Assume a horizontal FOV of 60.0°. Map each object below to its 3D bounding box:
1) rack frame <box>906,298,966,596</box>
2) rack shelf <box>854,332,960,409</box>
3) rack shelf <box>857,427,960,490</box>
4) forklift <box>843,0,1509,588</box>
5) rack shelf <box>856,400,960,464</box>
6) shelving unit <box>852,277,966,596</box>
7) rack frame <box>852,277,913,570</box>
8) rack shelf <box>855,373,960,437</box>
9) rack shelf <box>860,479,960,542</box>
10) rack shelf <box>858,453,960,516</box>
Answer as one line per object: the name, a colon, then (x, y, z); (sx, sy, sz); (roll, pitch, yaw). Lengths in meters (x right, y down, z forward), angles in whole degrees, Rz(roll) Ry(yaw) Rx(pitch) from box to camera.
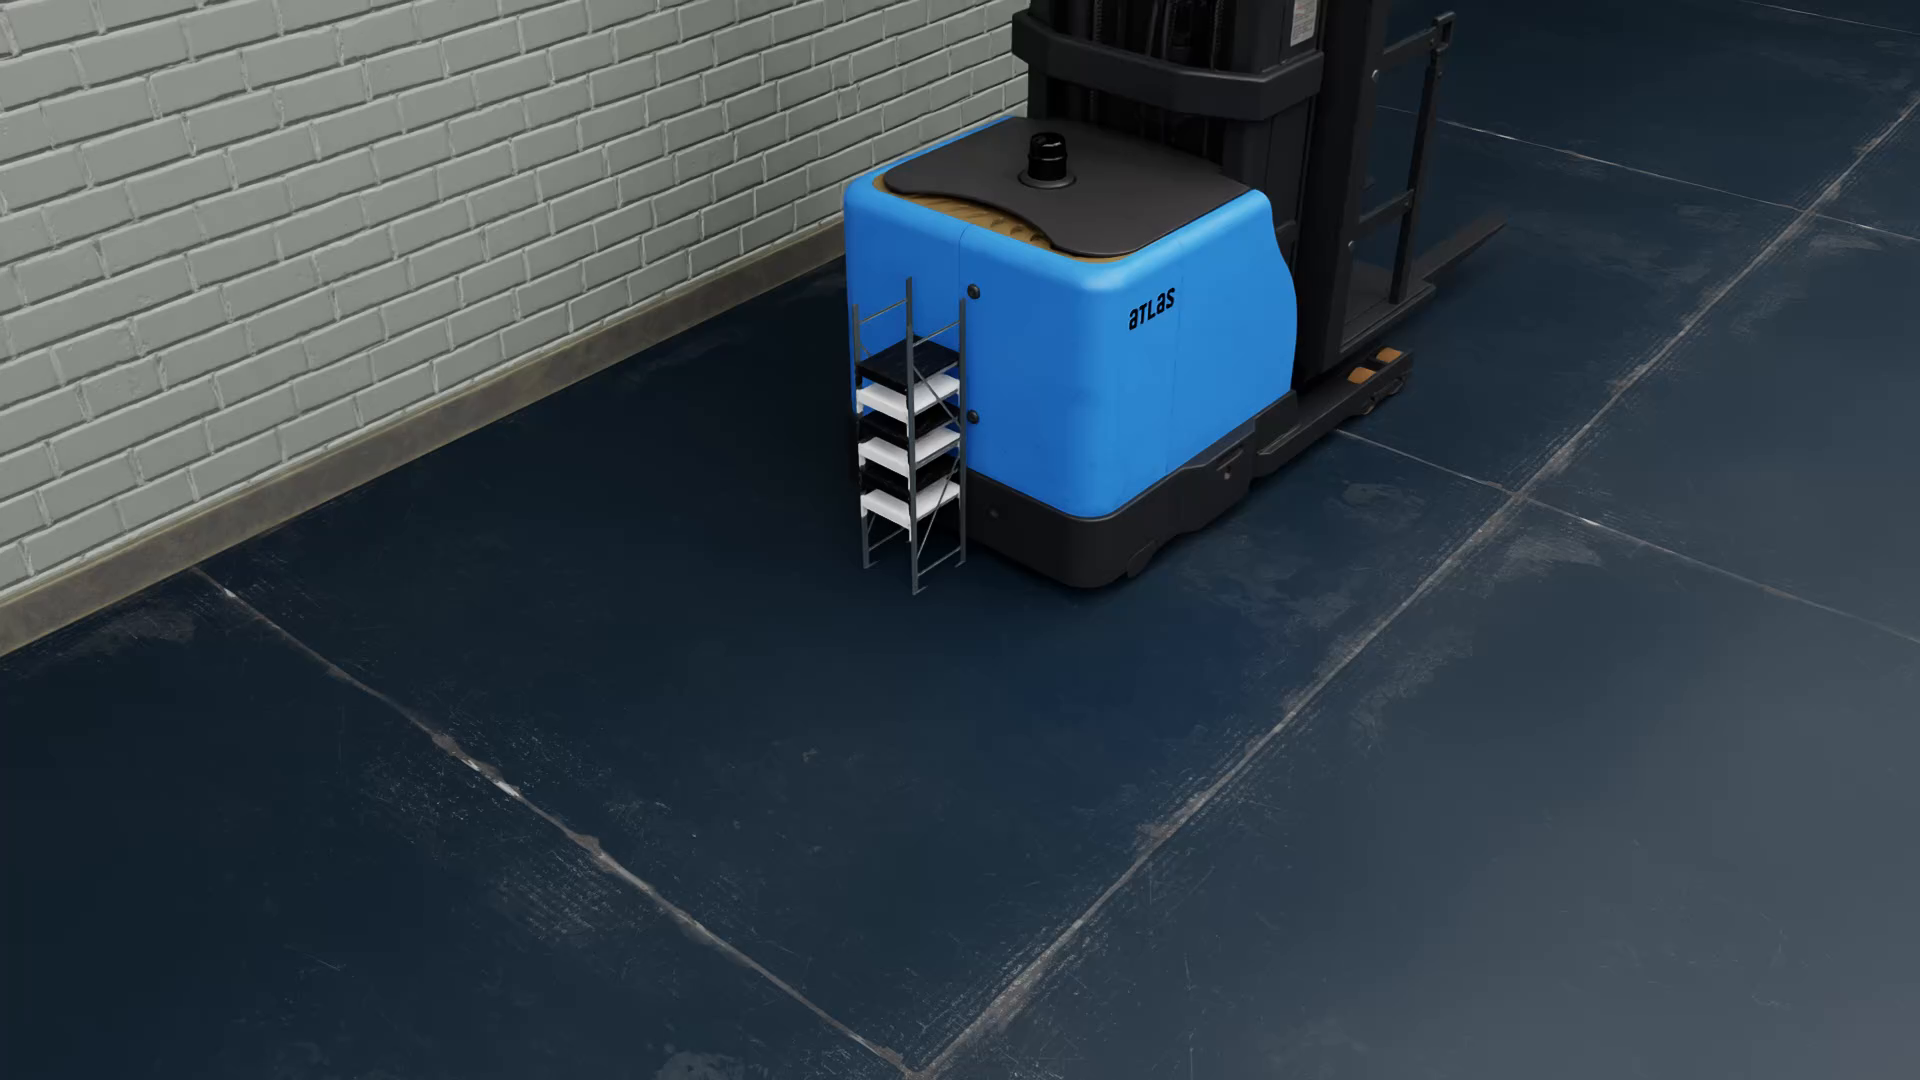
rack frame: (-0.064, -0.254, 4.824); (0.006, 0.900, 0.240); (26, 43, 33)
rack shelf: (-0.141, -0.487, 4.745); (0.200, 0.077, 0.258); (26, 43, 33)
rack shelf: (-0.141, -0.264, 4.898); (0.200, 0.077, 0.258); (26, 43, 33)
forklift: (0.988, -1.821, 5.313); (1.130, 2.935, 3.031); (26, 42, 33)
rack shelf: (-0.141, -0.339, 4.847); (0.200, 0.077, 0.258); (26, 43, 33)
shelving unit: (-0.141, -0.292, 4.879); (0.210, 0.900, 0.258); (26, 43, 33)
rack frame: (-0.217, -0.330, 4.935); (0.006, 0.900, 0.240); (26, 43, 33)
rack shelf: (-0.141, -0.413, 4.796); (0.200, 0.077, 0.258); (26, 43, 33)
rack shelf: (-0.140, -0.116, 5.001); (0.200, 0.077, 0.258); (26, 43, 33)
rack shelf: (-0.140, -0.190, 4.949); (0.200, 0.077, 0.258); (26, 43, 33)
